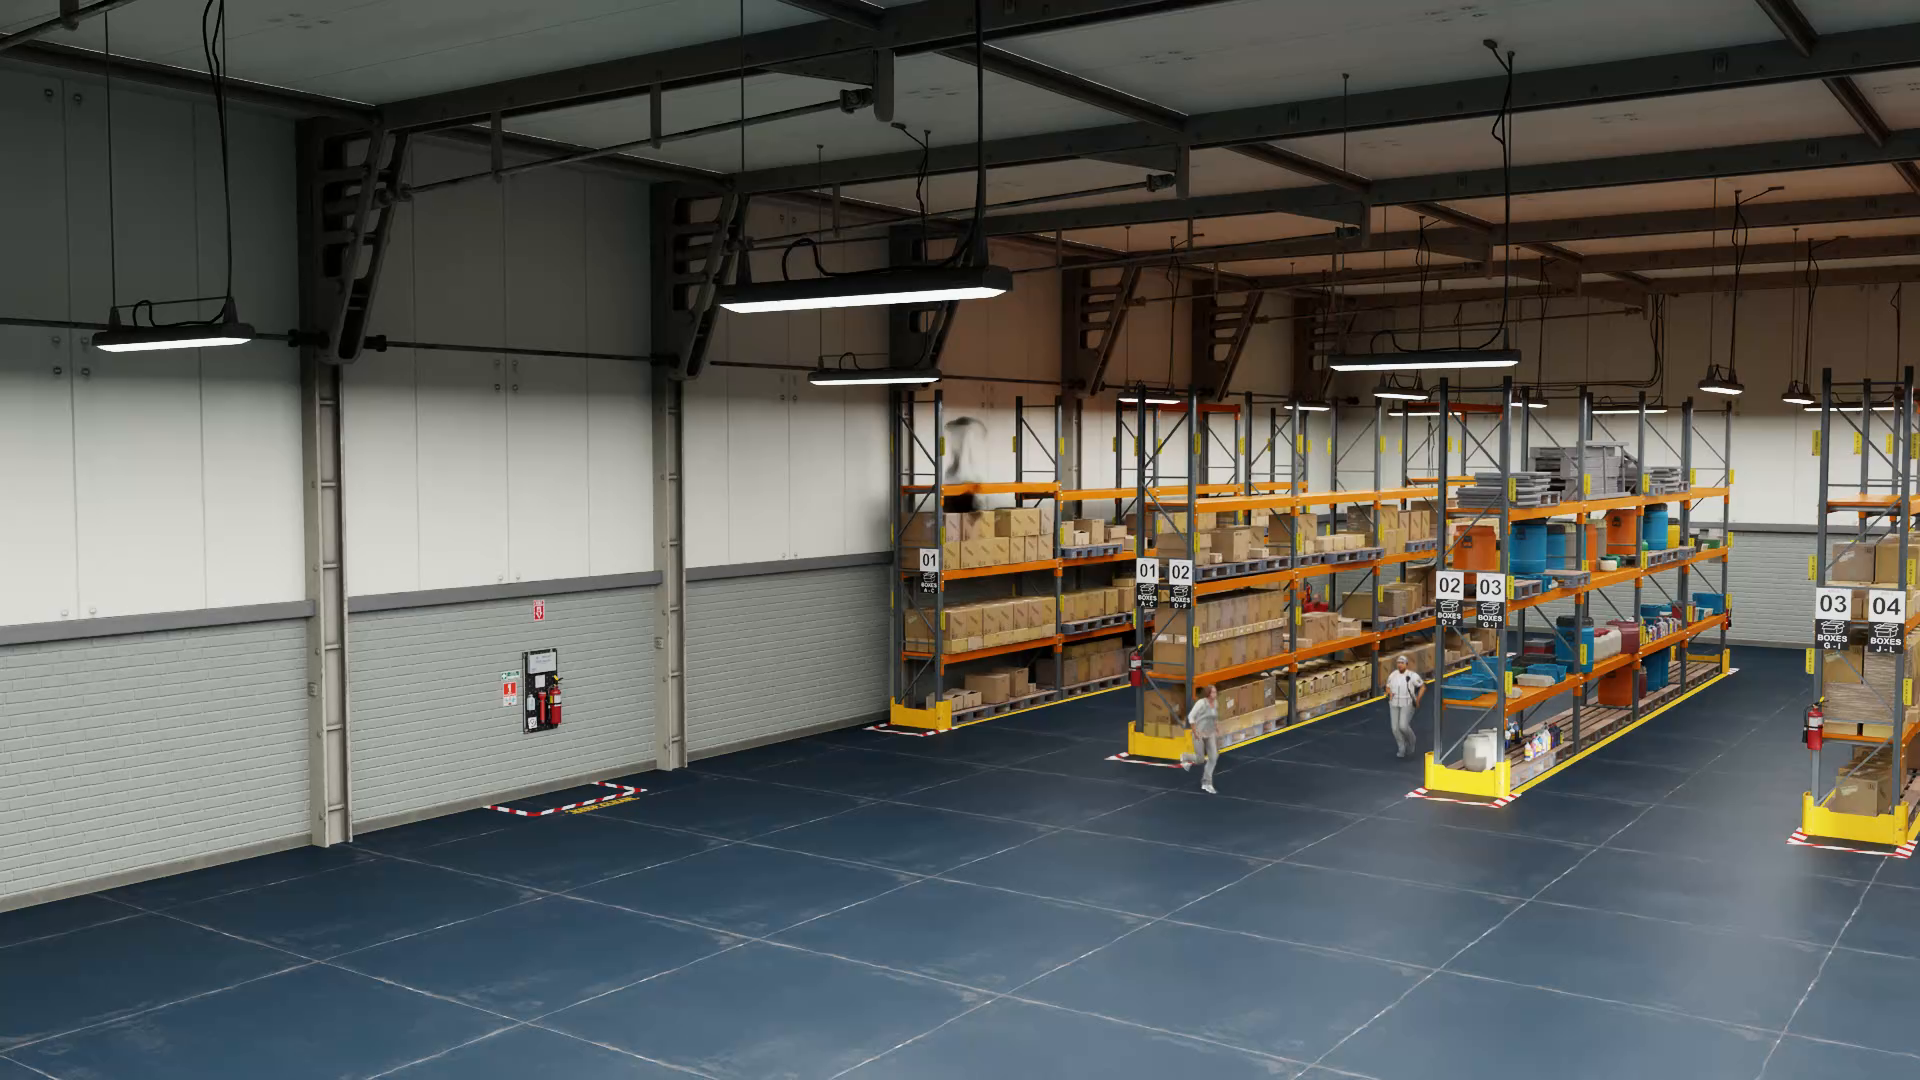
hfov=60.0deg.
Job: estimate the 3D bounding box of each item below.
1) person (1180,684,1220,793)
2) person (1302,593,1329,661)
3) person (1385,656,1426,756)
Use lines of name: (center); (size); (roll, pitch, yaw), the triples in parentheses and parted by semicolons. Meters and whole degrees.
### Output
person: (3.519, 2.877, 24.322); (0.551, 1.579, 0.777); (-2, 4, -32)
person: (8.096, 2.059, 37.590); (0.653, 1.751, 0.979); (2, 4, 30)
person: (7.111, 2.678, 26.754); (0.593, 1.629, 0.577); (2, 4, 37)
